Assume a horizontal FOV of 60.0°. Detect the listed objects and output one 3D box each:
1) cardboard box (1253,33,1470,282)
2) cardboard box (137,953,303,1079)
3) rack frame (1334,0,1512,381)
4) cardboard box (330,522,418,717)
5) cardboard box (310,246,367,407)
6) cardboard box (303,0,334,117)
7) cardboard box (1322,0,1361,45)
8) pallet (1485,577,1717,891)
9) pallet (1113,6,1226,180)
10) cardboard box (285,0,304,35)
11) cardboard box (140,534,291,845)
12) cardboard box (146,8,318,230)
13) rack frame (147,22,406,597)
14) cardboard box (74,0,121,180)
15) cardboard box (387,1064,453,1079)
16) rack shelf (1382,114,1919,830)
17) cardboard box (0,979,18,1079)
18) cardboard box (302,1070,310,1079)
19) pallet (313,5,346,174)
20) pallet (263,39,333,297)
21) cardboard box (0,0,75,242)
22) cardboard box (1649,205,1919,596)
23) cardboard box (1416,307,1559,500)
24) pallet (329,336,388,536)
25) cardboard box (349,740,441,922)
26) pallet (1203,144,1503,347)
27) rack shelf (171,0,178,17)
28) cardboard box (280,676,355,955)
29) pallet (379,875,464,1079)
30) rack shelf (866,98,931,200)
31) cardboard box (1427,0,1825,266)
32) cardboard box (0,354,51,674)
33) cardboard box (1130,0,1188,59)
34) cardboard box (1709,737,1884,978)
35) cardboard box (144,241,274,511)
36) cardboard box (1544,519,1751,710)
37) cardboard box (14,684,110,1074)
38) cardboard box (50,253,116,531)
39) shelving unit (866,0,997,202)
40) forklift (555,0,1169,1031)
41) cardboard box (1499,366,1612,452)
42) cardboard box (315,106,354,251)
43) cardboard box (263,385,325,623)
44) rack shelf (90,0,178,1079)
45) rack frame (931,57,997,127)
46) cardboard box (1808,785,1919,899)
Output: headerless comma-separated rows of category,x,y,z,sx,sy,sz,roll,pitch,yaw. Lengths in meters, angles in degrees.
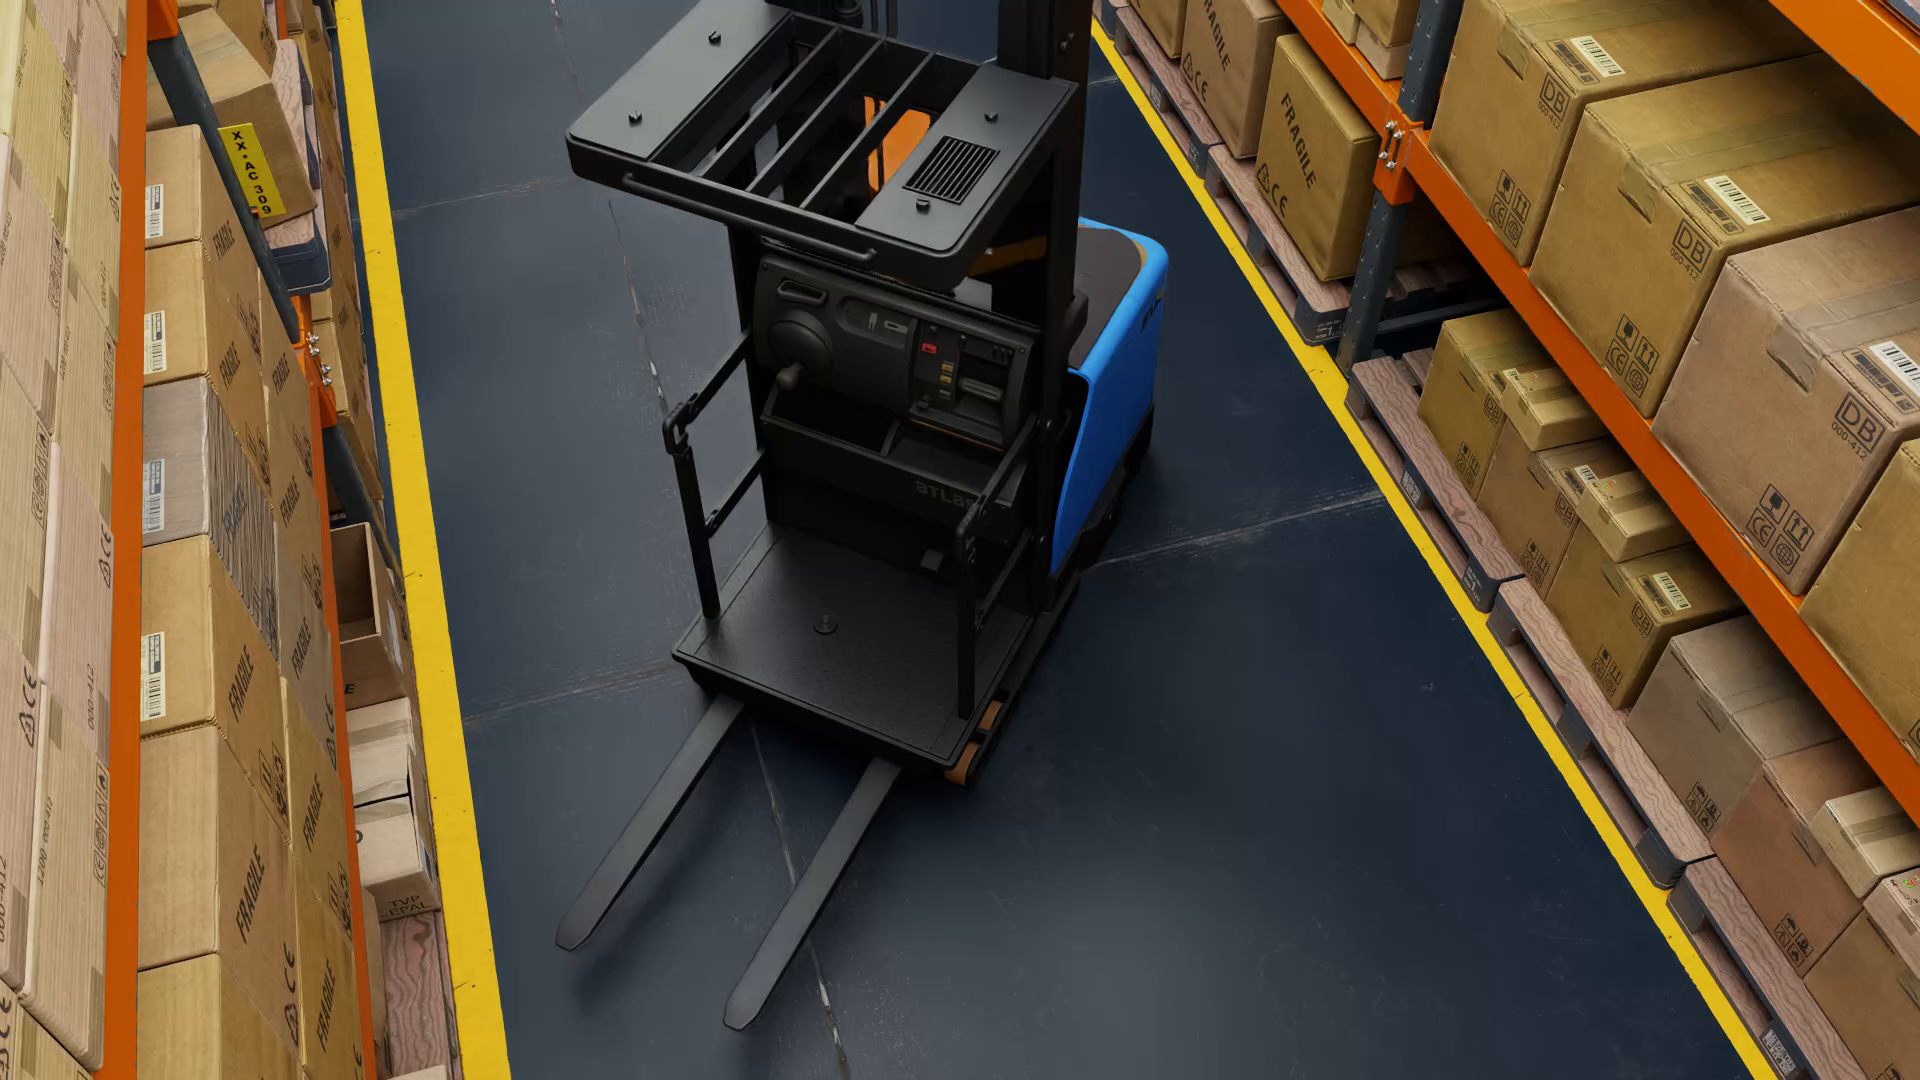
cardboard box,1.799,-1.694,7.137,0.750,0.750,0.750,-13,51,-11
cardboard box,-1.474,1.120,2.914,0.500,0.500,0.500,-13,51,-11
rack frame,2.115,-1.806,6.100,1.000,3.000,0.127,-13,51,-11
cardboard box,-2.176,0.333,5.644,0.500,0.500,0.500,-13,51,-11
cardboard box,-2.694,-0.815,6.612,0.500,0.500,0.500,-13,51,-10
cardboard box,-3.298,-2.311,7.873,0.500,0.500,0.500,-12,51,-10
cardboard box,1.648,-2.093,6.494,0.380,0.149,0.250,-12,51,-10
pallet,2.630,0.559,5.931,1.003,0.211,1.213,-13,51,-11
pallet,1.451,-2.346,8.380,1.003,0.211,1.213,-13,51,-11
cardboard box,-3.277,-2.512,7.552,0.500,0.250,0.500,-12,51,-10
cardboard box,-1.768,0.383,3.536,0.500,0.500,0.500,-14,51,-11
cardboard box,-2.542,-1.247,5.289,0.700,0.500,0.500,-30,56,-23
rack frame,-2.616,-0.683,5.154,1.000,3.000,0.127,-13,51,-11
cardboard box,-2.080,-0.939,3.506,0.500,0.250,0.500,-13,51,-11
cardboard box,-1.618,1.791,4.578,0.500,0.250,0.500,-13,51,-11
rack shelf,2.707,-0.113,5.144,1.077,0.370,4.000,-13,51,-11
cardboard box,-1.336,0.725,1.776,0.500,0.250,0.500,-13,51,-11
cardboard box,-1.470,1.447,3.293,0.500,0.500,0.500,-14,51,-11
pallet,-3.614,-2.152,8.216,1.003,0.211,1.213,-13,51,-11
pallet,-2.748,-1.230,5.740,1.003,0.211,1.213,-13,51,-11
cardboard box,-1.922,-0.737,3.009,0.500,0.250,0.500,-13,51,-11
cardboard box,2.695,-0.439,4.752,0.980,0.700,0.700,-16,52,-13
cardboard box,2.239,-0.566,6.415,0.700,0.500,0.500,-13,51,-11
pallet,-2.892,-0.370,6.714,1.003,0.211,1.213,-13,51,-11
cardboard box,-1.954,0.941,5.255,0.500,0.311,0.500,-13,51,-11
pallet,1.815,-1.454,7.627,1.003,0.211,1.213,-13,51,-11
rack shelf,-3.207,-2.879,5.513,1.077,0.370,4.000,-13,51,-11
cardboard box,-1.762,0.714,3.910,0.500,0.500,0.500,-13,51,-10
pallet,-2.049,1.610,5.044,1.003,0.211,1.213,-13,51,-11
rack shelf,-0.189,-1.567,7.115,0.538,0.185,1.000,-28,55,-22
cardboard box,2.260,-1.503,5.648,0.980,0.700,0.700,-13,51,-10
cardboard box,-1.631,-0.006,2.392,0.500,0.250,0.500,-13,51,-11
cardboard box,1.277,-2.962,8.206,0.750,0.750,0.750,-14,51,-11
cardboard box,2.848,0.932,5.153,0.700,0.500,0.500,-13,51,-11
cardboard box,-2.065,-0.353,4.156,0.500,0.500,0.500,-14,51,-12
cardboard box,2.534,0.177,5.789,0.700,0.500,0.500,-12,51,-10
cardboard box,-1.477,0.519,2.276,0.500,0.250,0.500,-13,51,-11
cardboard box,-1.781,-0.210,2.891,0.500,0.250,0.500,-13,51,-11
shelving unit,-0.184,-1.677,6.972,0.587,1.500,1.083,-28,55,-22
forklift,-0.313,-0.477,5.024,1.130,2.935,3.031,20,53,16
cardboard box,2.165,-0.484,5.922,0.380,0.149,0.250,-12,51,-10
cardboard box,-2.984,-1.551,7.232,0.500,0.500,0.500,-15,52,-12
cardboard box,-2.069,-0.032,4.539,0.500,0.500,0.500,-12,51,-10
rack shelf,-2.024,0.043,3.050,1.077,0.370,4.000,-13,51,-11
rack frame,0.103,-1.364,6.709,0.500,1.500,0.032,-28,55,-22
cardboard box,2.707,0.849,4.798,0.380,0.149,0.250,-12,51,-10
